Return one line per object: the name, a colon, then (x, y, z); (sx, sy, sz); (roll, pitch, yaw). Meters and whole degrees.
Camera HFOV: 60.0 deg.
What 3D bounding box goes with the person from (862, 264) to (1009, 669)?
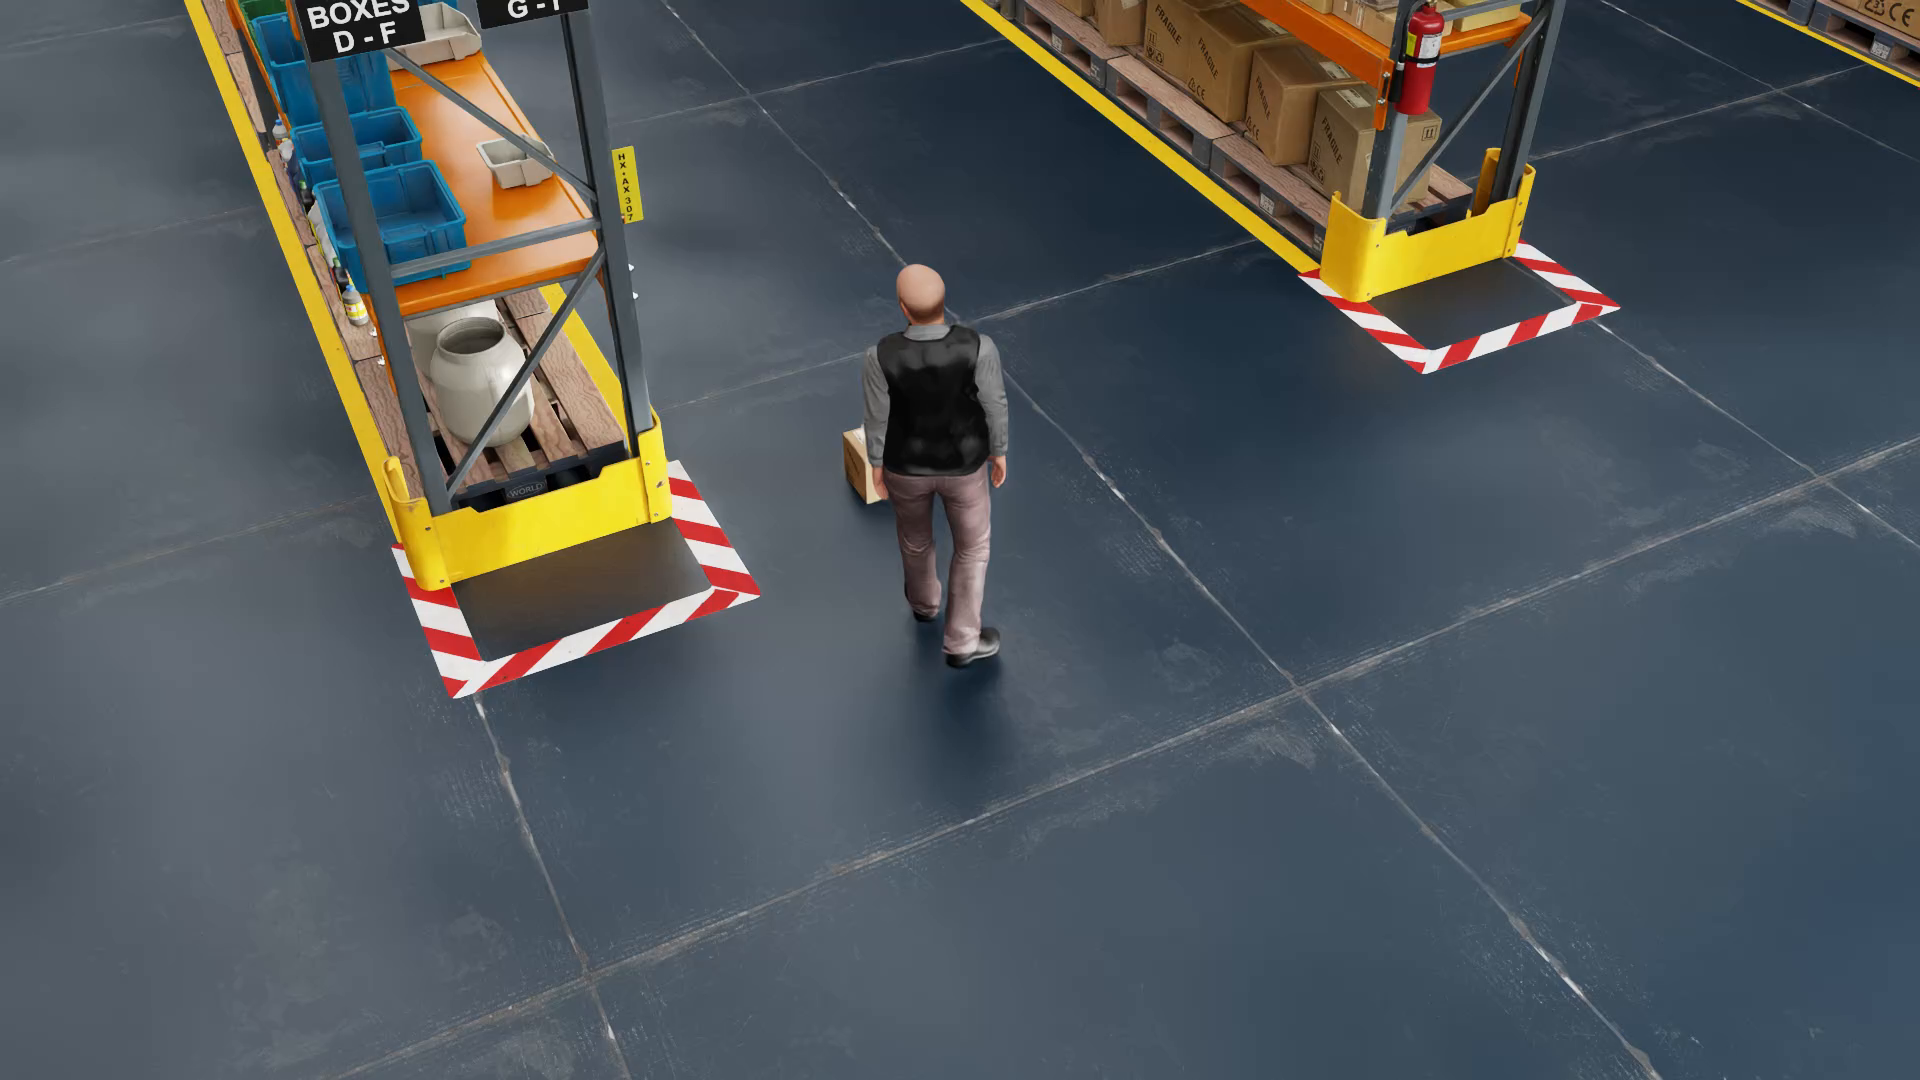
person: (-0.093, -0.229, 6.506); (0.558, 1.625, 0.670); (1, 41, 1)
